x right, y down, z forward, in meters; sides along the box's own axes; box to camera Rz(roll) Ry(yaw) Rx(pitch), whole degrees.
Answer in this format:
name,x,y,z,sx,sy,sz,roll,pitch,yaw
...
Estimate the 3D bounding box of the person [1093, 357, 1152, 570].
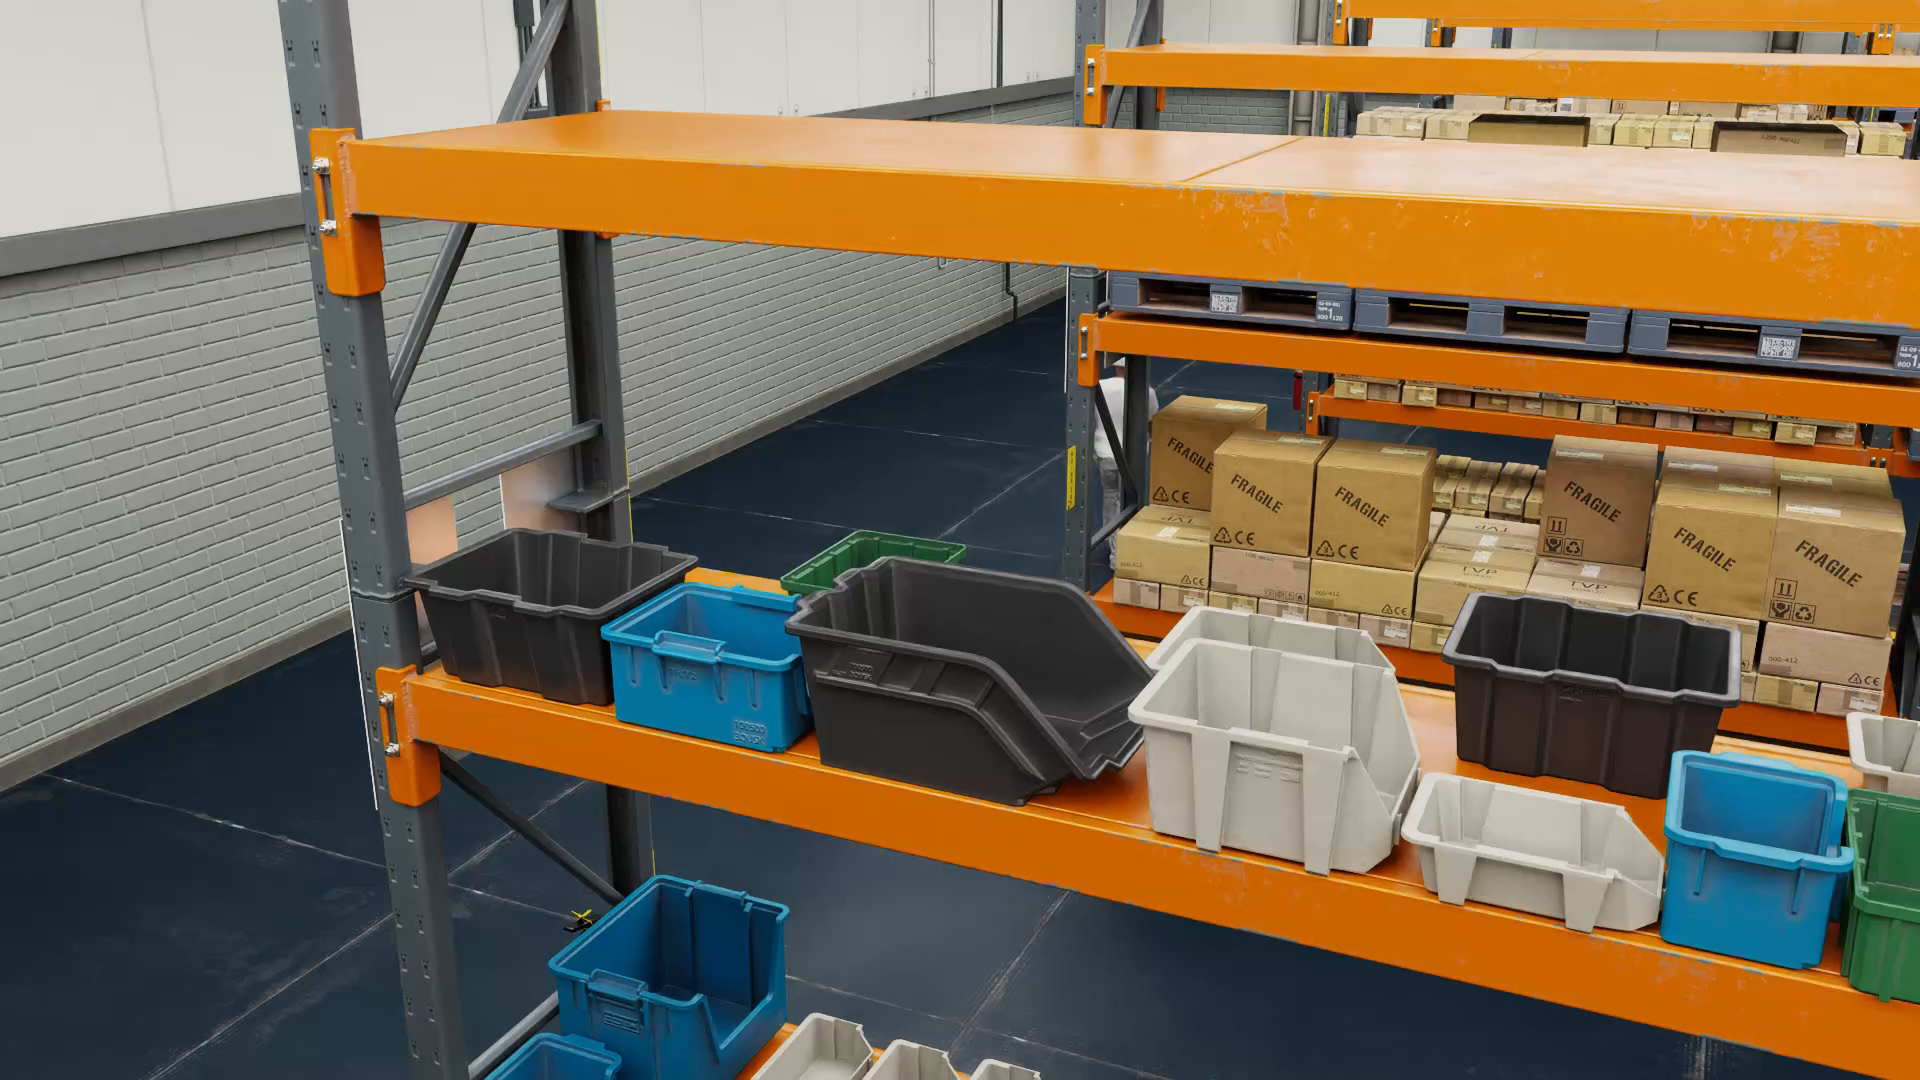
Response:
name,x,y,z,sx,sy,sz,roll,pitch,yaw
person,1.293,-0.691,13.070,0.561,1.806,0.820,7,20,19
